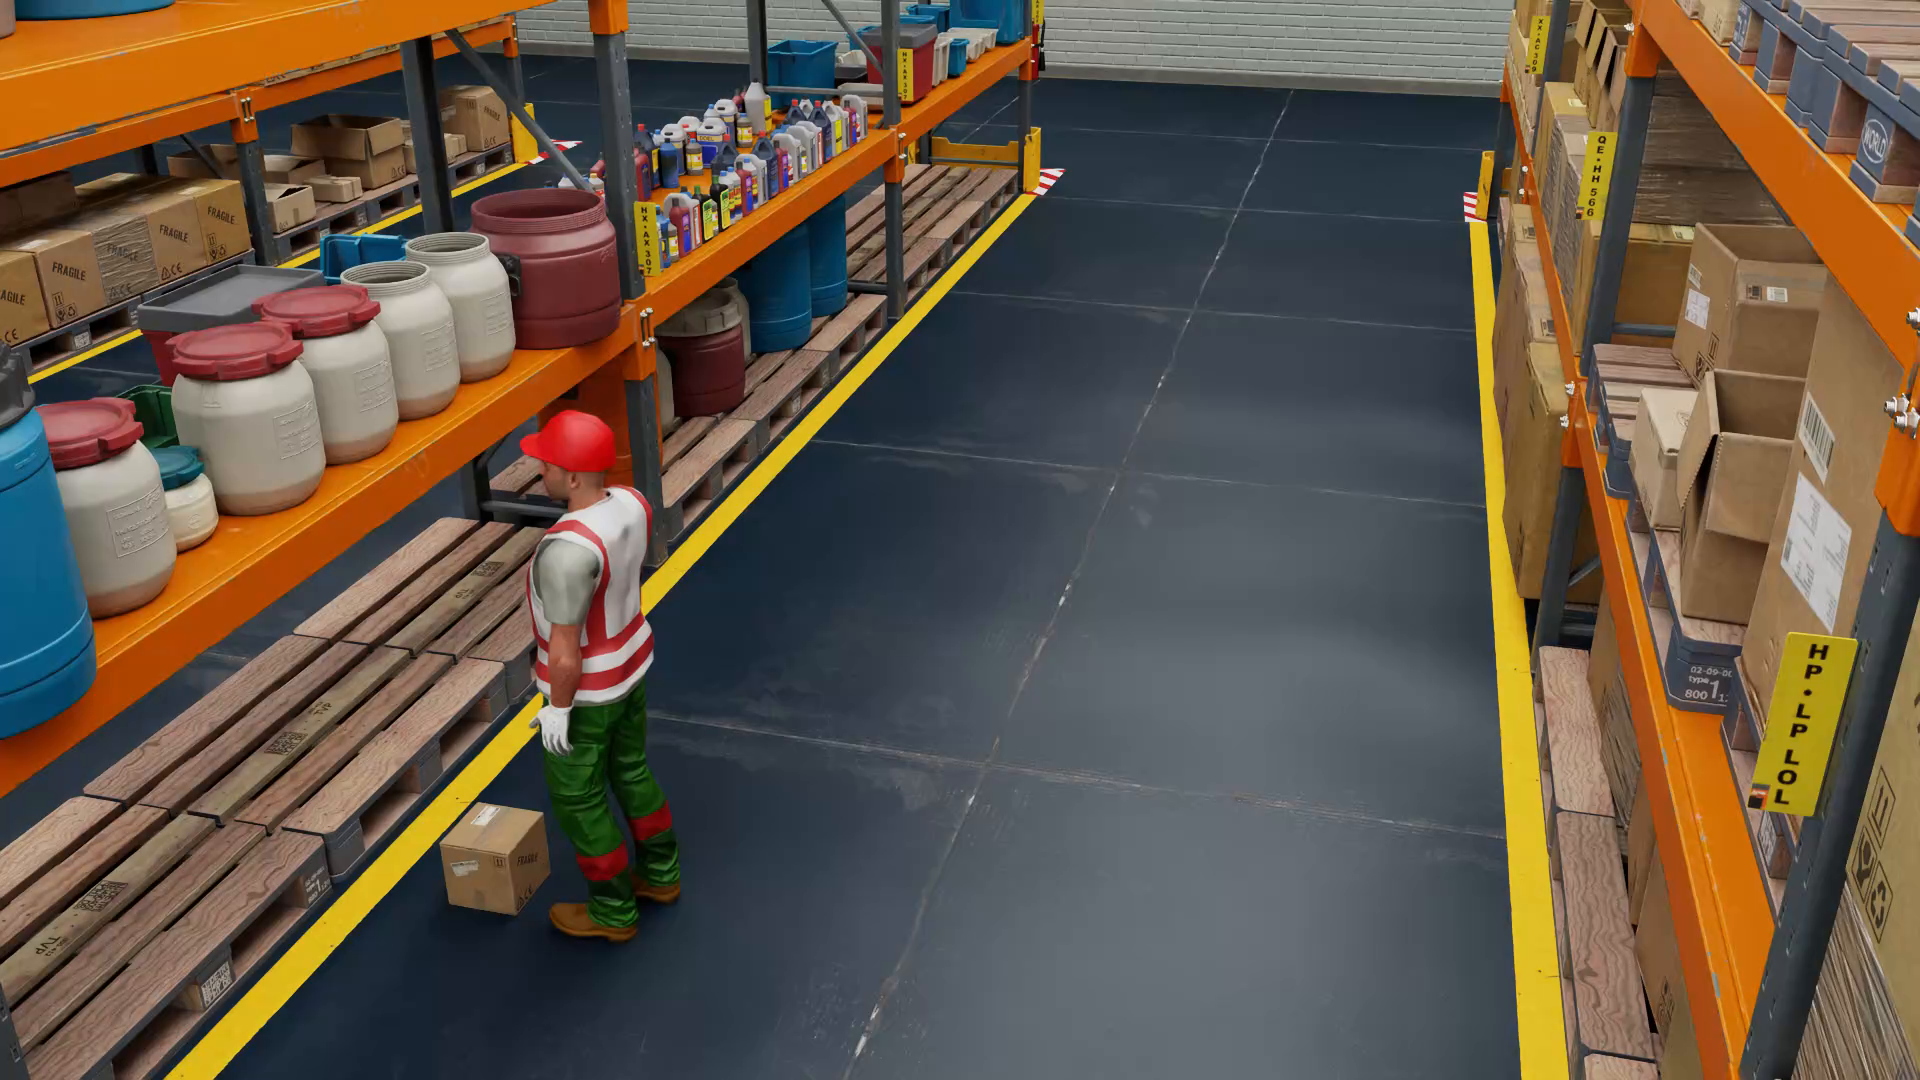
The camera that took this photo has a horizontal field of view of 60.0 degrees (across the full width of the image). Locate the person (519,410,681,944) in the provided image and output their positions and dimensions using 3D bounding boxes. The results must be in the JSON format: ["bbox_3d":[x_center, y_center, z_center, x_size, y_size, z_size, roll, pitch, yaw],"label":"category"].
[{"bbox_3d":[-1.142,0.436,5.158,0.364,1.787,0.524,7,26,14],"label":"person"}]
